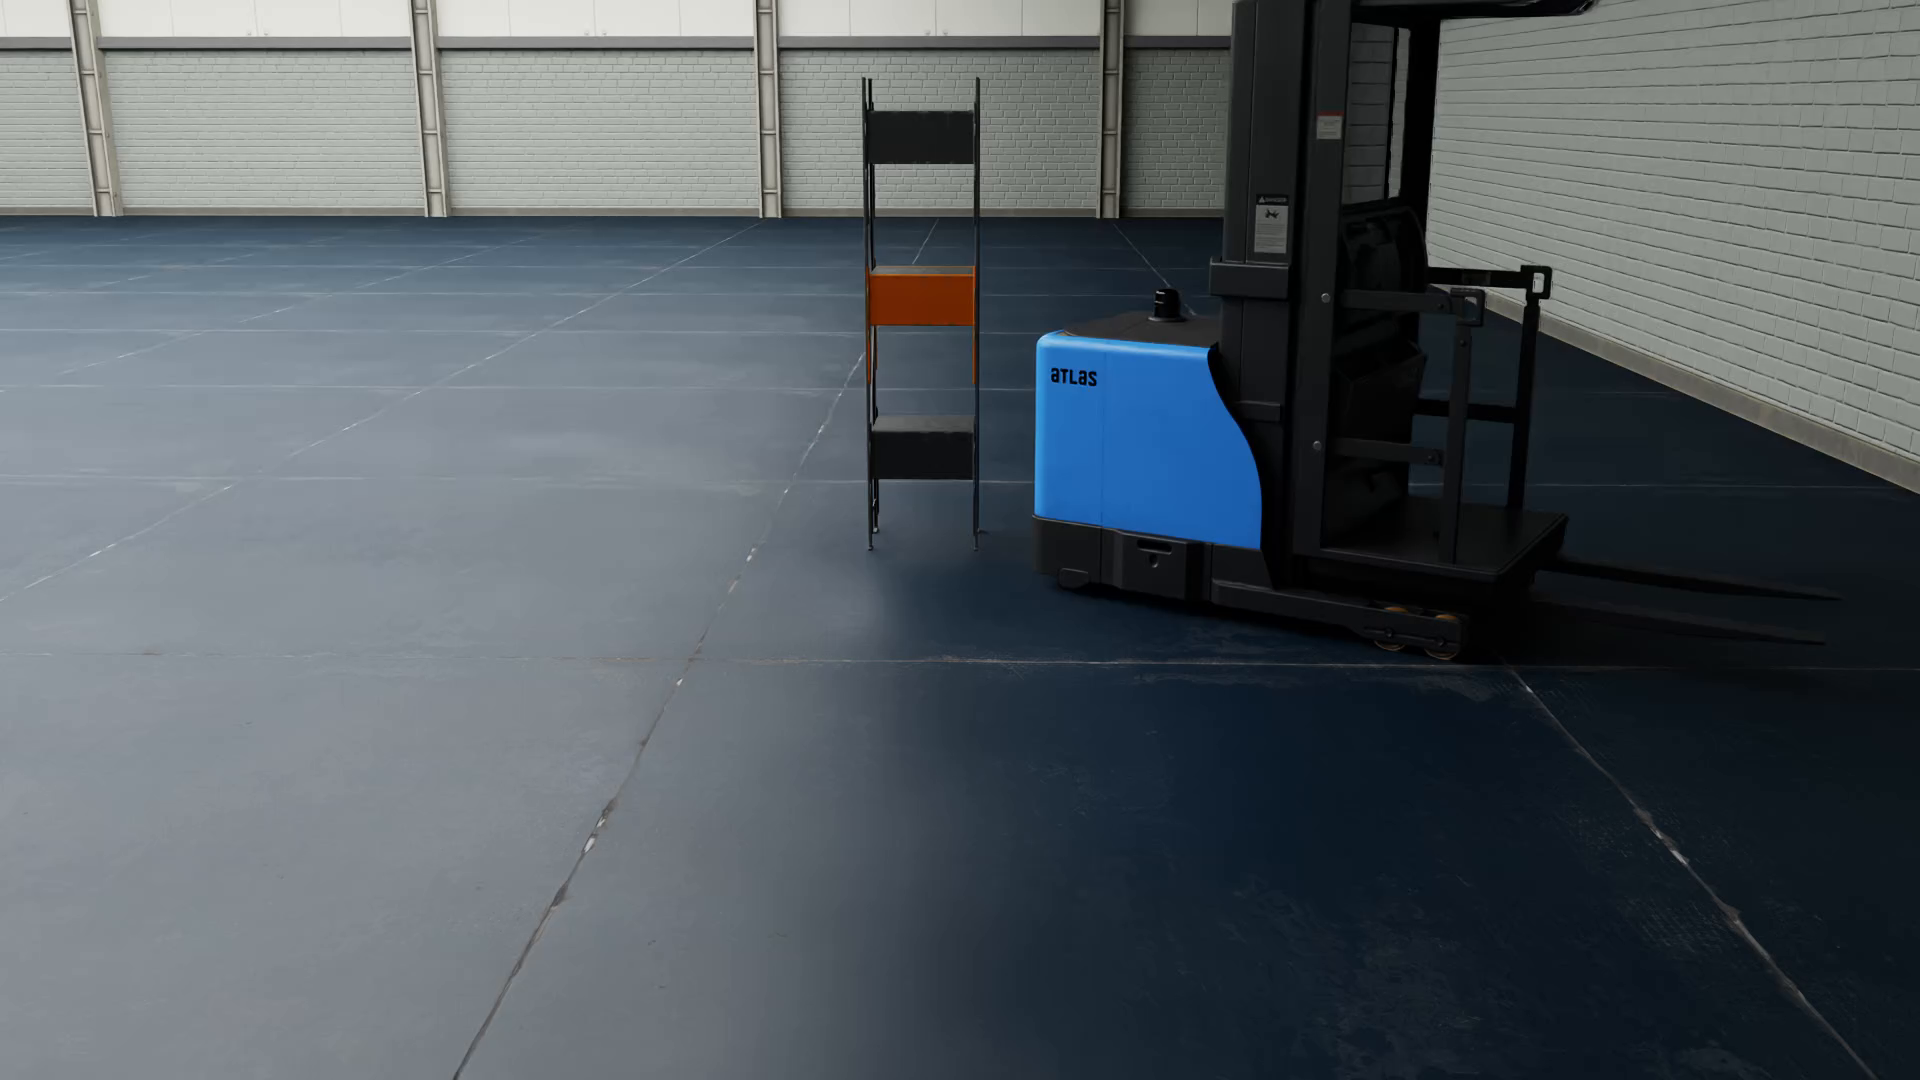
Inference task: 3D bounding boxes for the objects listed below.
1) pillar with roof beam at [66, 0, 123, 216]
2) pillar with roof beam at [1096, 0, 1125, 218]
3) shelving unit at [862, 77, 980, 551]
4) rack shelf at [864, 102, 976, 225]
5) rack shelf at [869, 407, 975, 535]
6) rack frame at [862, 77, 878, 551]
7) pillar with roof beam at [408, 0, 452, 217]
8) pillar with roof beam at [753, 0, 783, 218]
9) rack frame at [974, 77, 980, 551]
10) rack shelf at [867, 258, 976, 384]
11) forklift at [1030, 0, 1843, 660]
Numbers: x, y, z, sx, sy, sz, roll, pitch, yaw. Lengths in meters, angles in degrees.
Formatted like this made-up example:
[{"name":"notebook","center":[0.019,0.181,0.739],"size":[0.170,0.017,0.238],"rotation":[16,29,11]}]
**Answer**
[{"name":"pillar with roof beam","center":[-15.477,-9.110,24.728],"size":[0.400,9.000,9.100],"rotation":[0,15,1]},{"name":"pillar with roof beam","center":[2.517,-8.992,24.283],"size":[0.400,9.000,9.100],"rotation":[0,15,1]},{"name":"shelving unit","center":[-0.165,-1.016,7.576],"size":[0.503,2.100,0.431],"rotation":[0,15,1]},{"name":"rack shelf","center":[-0.165,-1.680,7.401],"size":[0.480,0.518,0.431],"rotation":[0,15,1]},{"name":"rack shelf","center":[-0.165,-0.326,7.758],"size":[0.480,0.518,0.431],"rotation":[0,15,1]},{"name":"rack frame","center":[-0.409,-1.018,7.582],"size":[0.015,2.100,0.400],"rotation":[0,15,1]},{"name":"pillar with roof beam","center":[-9.479,-9.070,24.580],"size":[0.400,9.000,9.100],"rotation":[0,15,1]},{"name":"pillar with roof beam","center":[-3.481,-9.031,24.432],"size":[0.400,9.000,9.100],"rotation":[0,15,1]},{"name":"rack frame","center":[0.078,-1.015,7.570],"size":[0.015,2.100,0.400],"rotation":[0,15,1]},{"name":"rack shelf","center":[-0.165,-1.003,7.580],"size":[0.480,0.518,0.431],"rotation":[0,15,1]},{"name":"forklift","center":[1.823,-1.128,6.369],"size":[3.031,2.935,1.130],"rotation":[9,17,31]}]
